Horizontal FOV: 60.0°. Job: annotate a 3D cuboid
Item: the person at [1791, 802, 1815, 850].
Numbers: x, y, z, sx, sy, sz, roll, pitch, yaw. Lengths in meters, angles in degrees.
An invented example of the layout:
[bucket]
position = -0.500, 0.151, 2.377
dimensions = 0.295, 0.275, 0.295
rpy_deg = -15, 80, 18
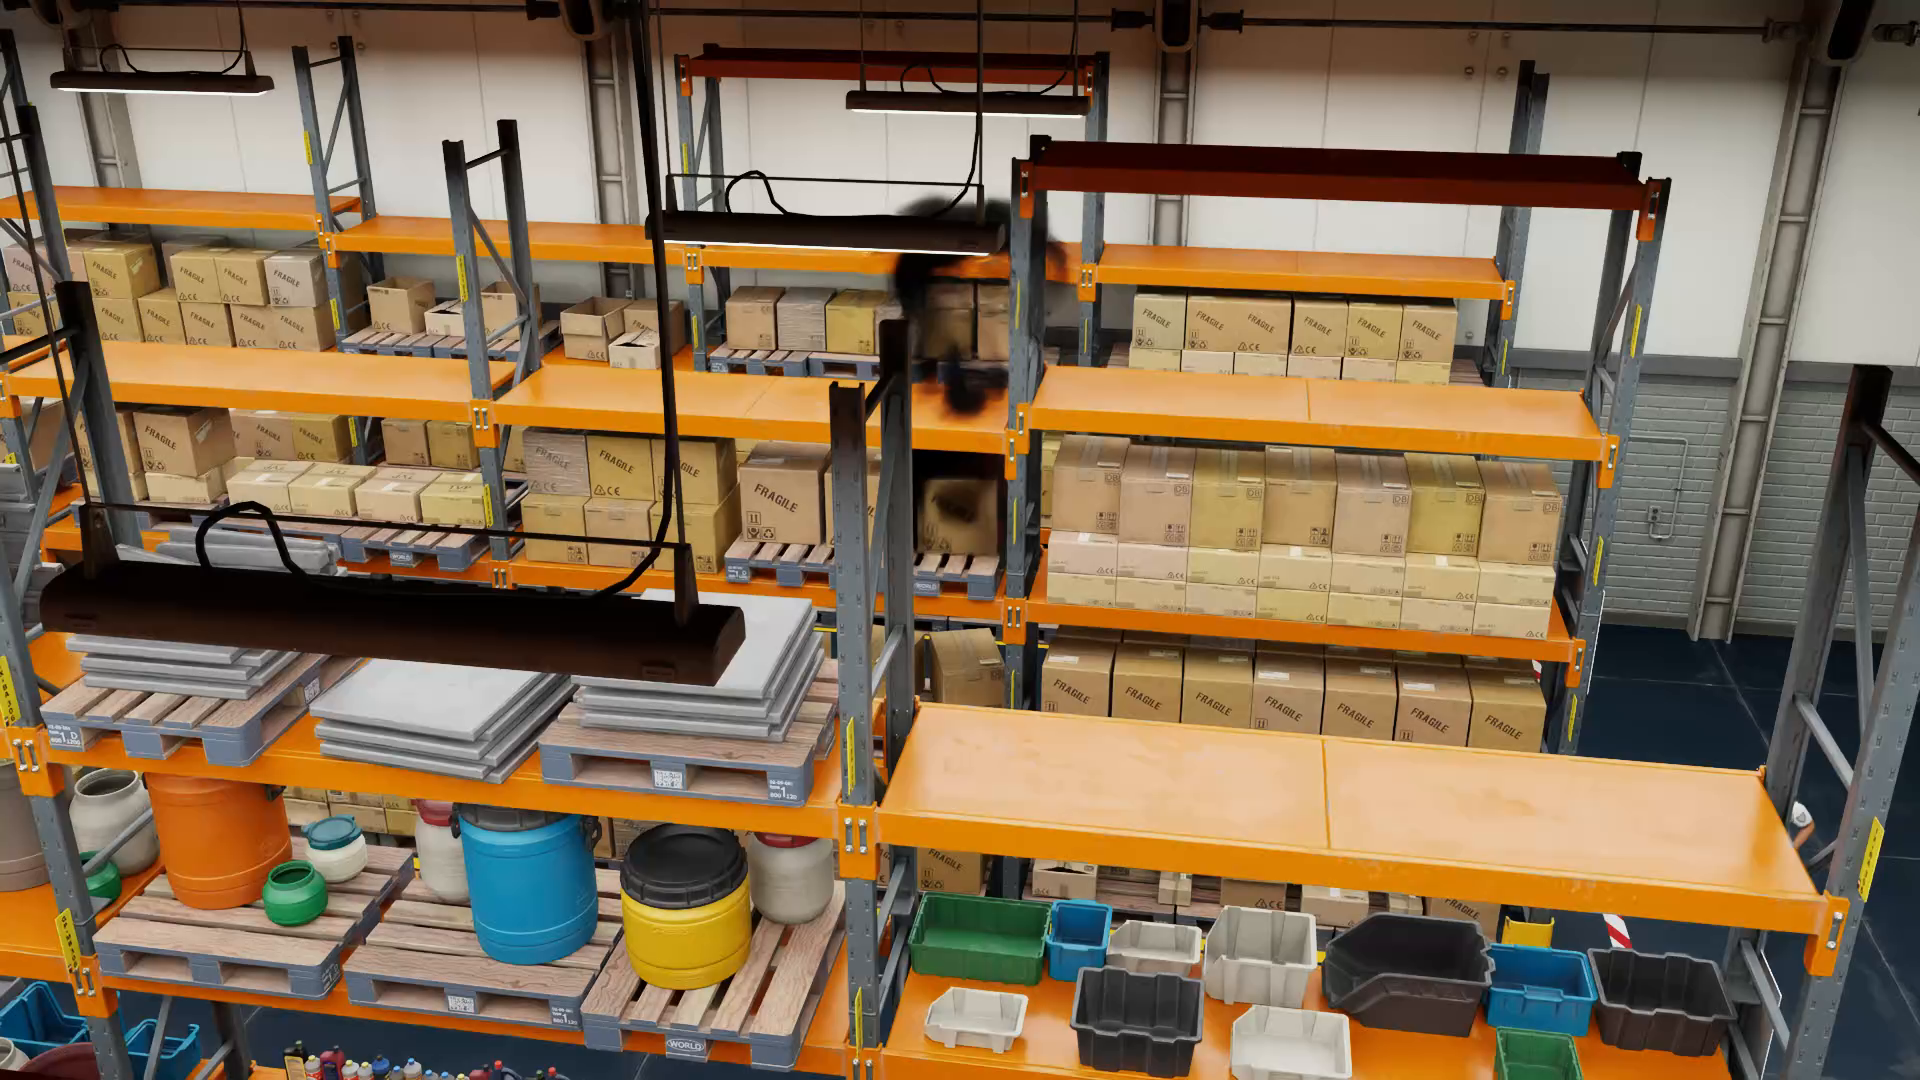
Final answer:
[person]
position = 5.962, 2.437, 12.510
dimensions = 0.800, 1.725, 0.572
rpy_deg = -19, 30, -37
